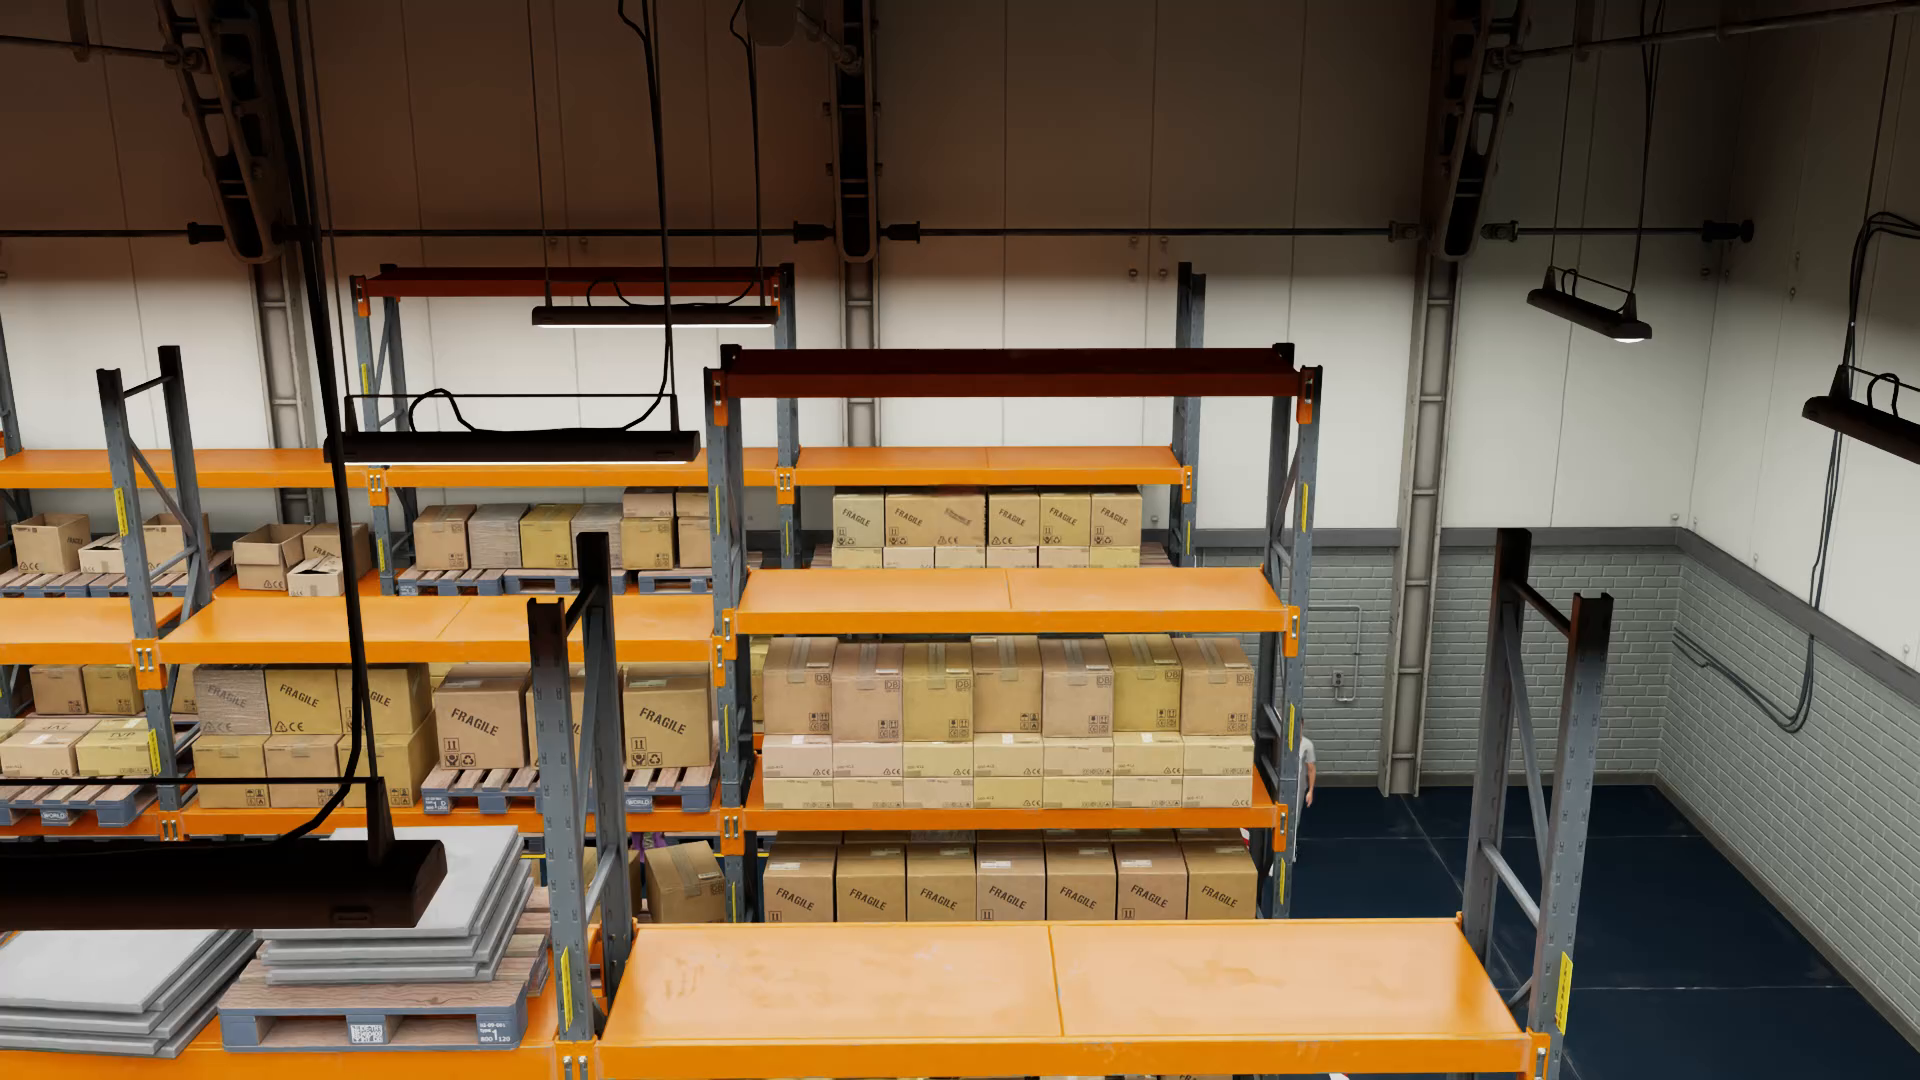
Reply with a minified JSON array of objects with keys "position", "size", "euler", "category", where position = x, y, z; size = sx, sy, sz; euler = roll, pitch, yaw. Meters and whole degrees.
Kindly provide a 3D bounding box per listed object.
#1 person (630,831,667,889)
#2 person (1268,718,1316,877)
[{"position":[-2.937,2.957,15.602],"size":[0.808,1.559,0.434],"euler":[2,16,8],"category":"person"},{"position":[3.353,2.547,16.867],"size":[0.482,1.691,0.611],"euler":[4,17,13],"category":"person"}]
